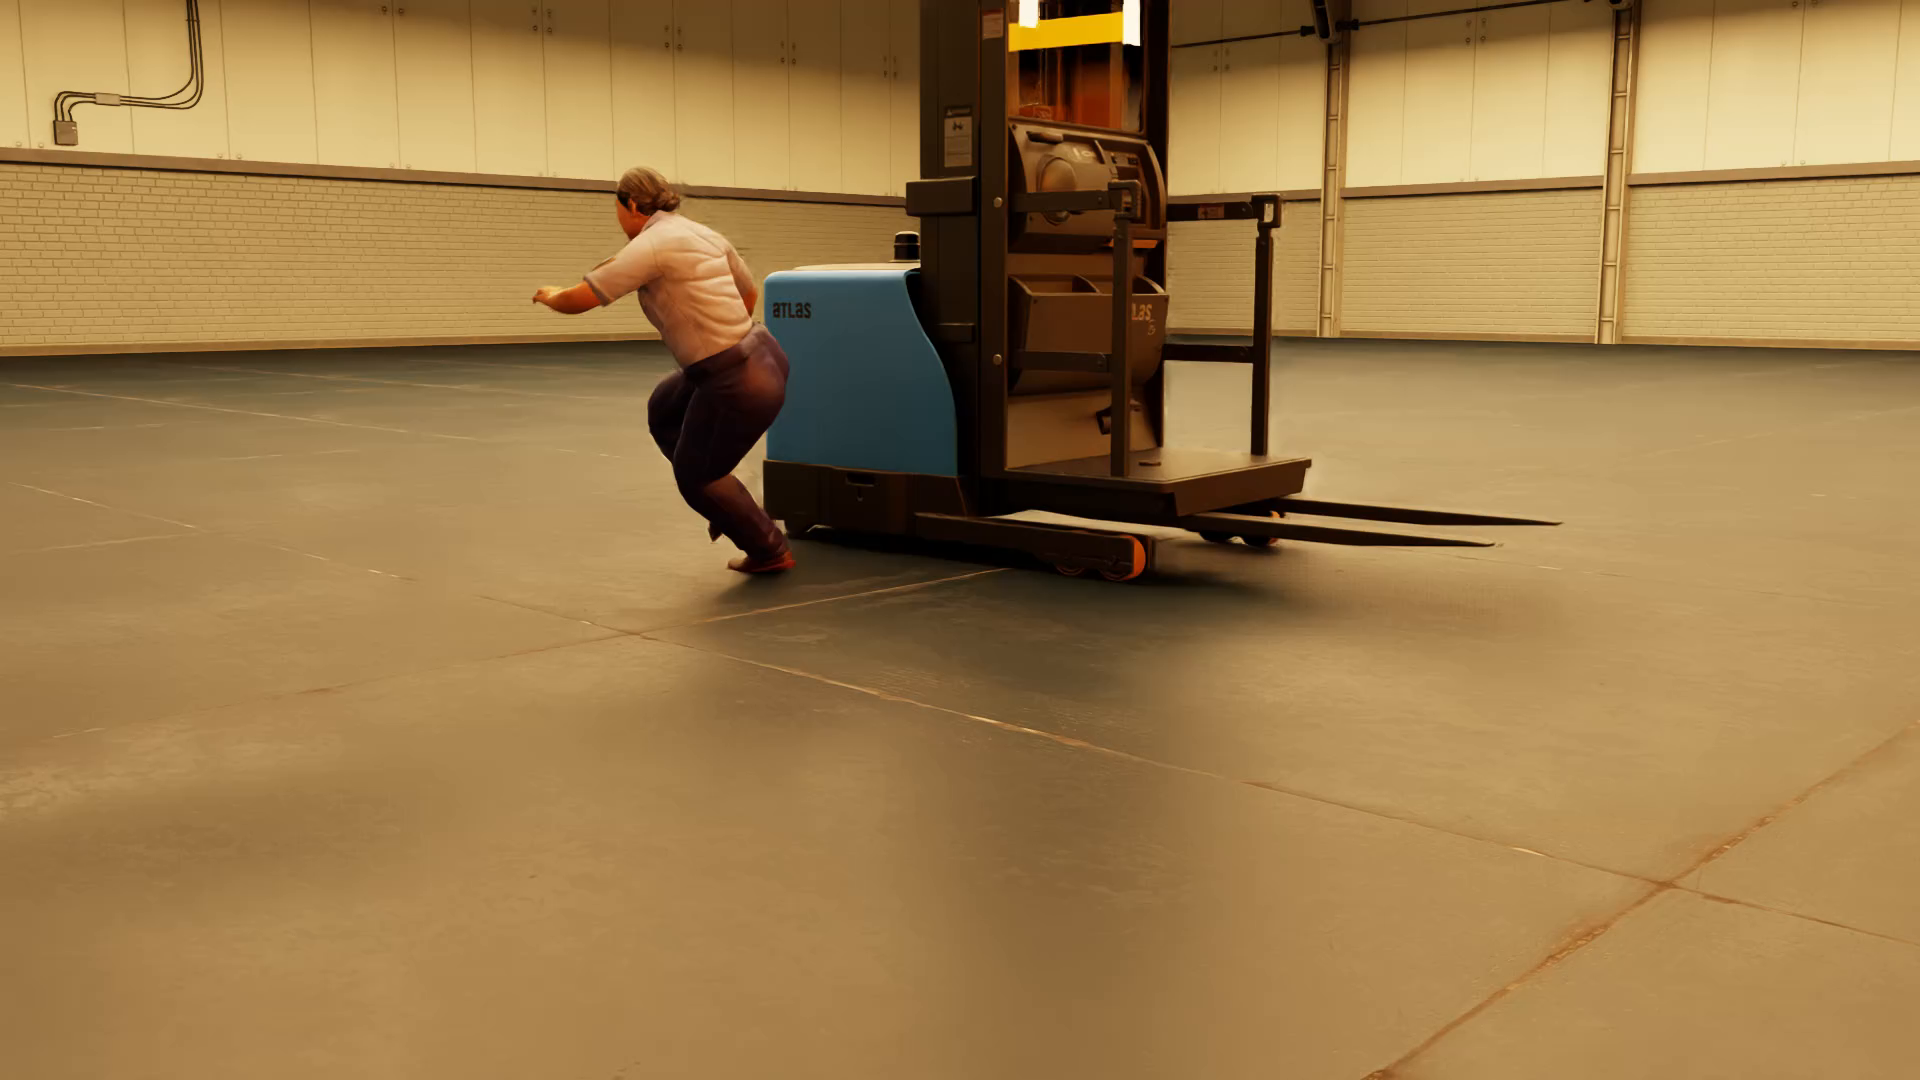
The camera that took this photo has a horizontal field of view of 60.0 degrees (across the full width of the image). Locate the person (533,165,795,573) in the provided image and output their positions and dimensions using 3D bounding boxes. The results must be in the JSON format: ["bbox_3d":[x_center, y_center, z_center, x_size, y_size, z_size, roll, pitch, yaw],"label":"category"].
[{"bbox_3d":[-0.974,-0.539,5.698,0.859,1.415,0.915,2,9,11],"label":"person"}]

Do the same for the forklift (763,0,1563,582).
[{"bbox_3d":[0.654,-1.393,6.126,3.031,2.935,1.130,7,11,38],"label":"forklift"}]
